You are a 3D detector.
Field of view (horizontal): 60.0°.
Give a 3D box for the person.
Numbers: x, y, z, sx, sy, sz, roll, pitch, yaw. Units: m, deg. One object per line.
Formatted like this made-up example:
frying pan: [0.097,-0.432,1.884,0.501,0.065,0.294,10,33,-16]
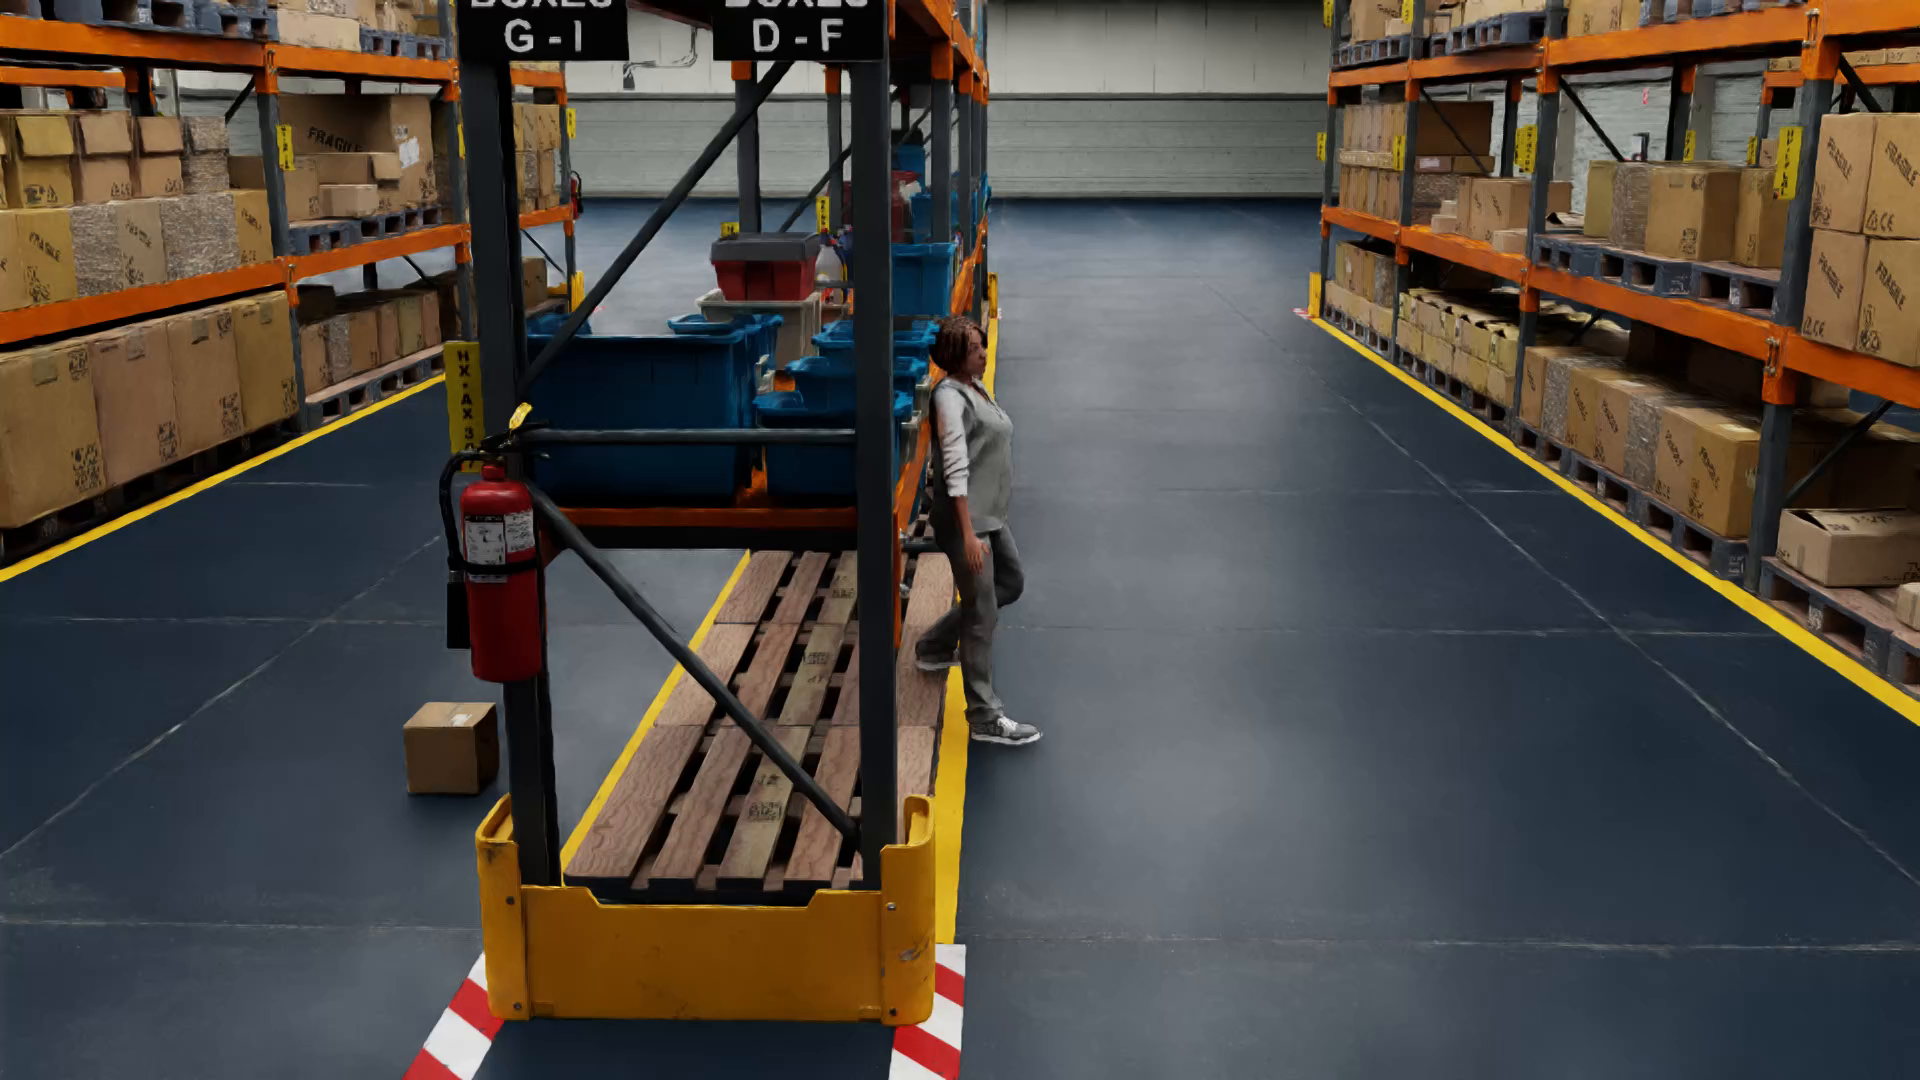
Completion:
person: [0.065,-0.045,6.143,0.517,1.580,0.601,3,14,10]
